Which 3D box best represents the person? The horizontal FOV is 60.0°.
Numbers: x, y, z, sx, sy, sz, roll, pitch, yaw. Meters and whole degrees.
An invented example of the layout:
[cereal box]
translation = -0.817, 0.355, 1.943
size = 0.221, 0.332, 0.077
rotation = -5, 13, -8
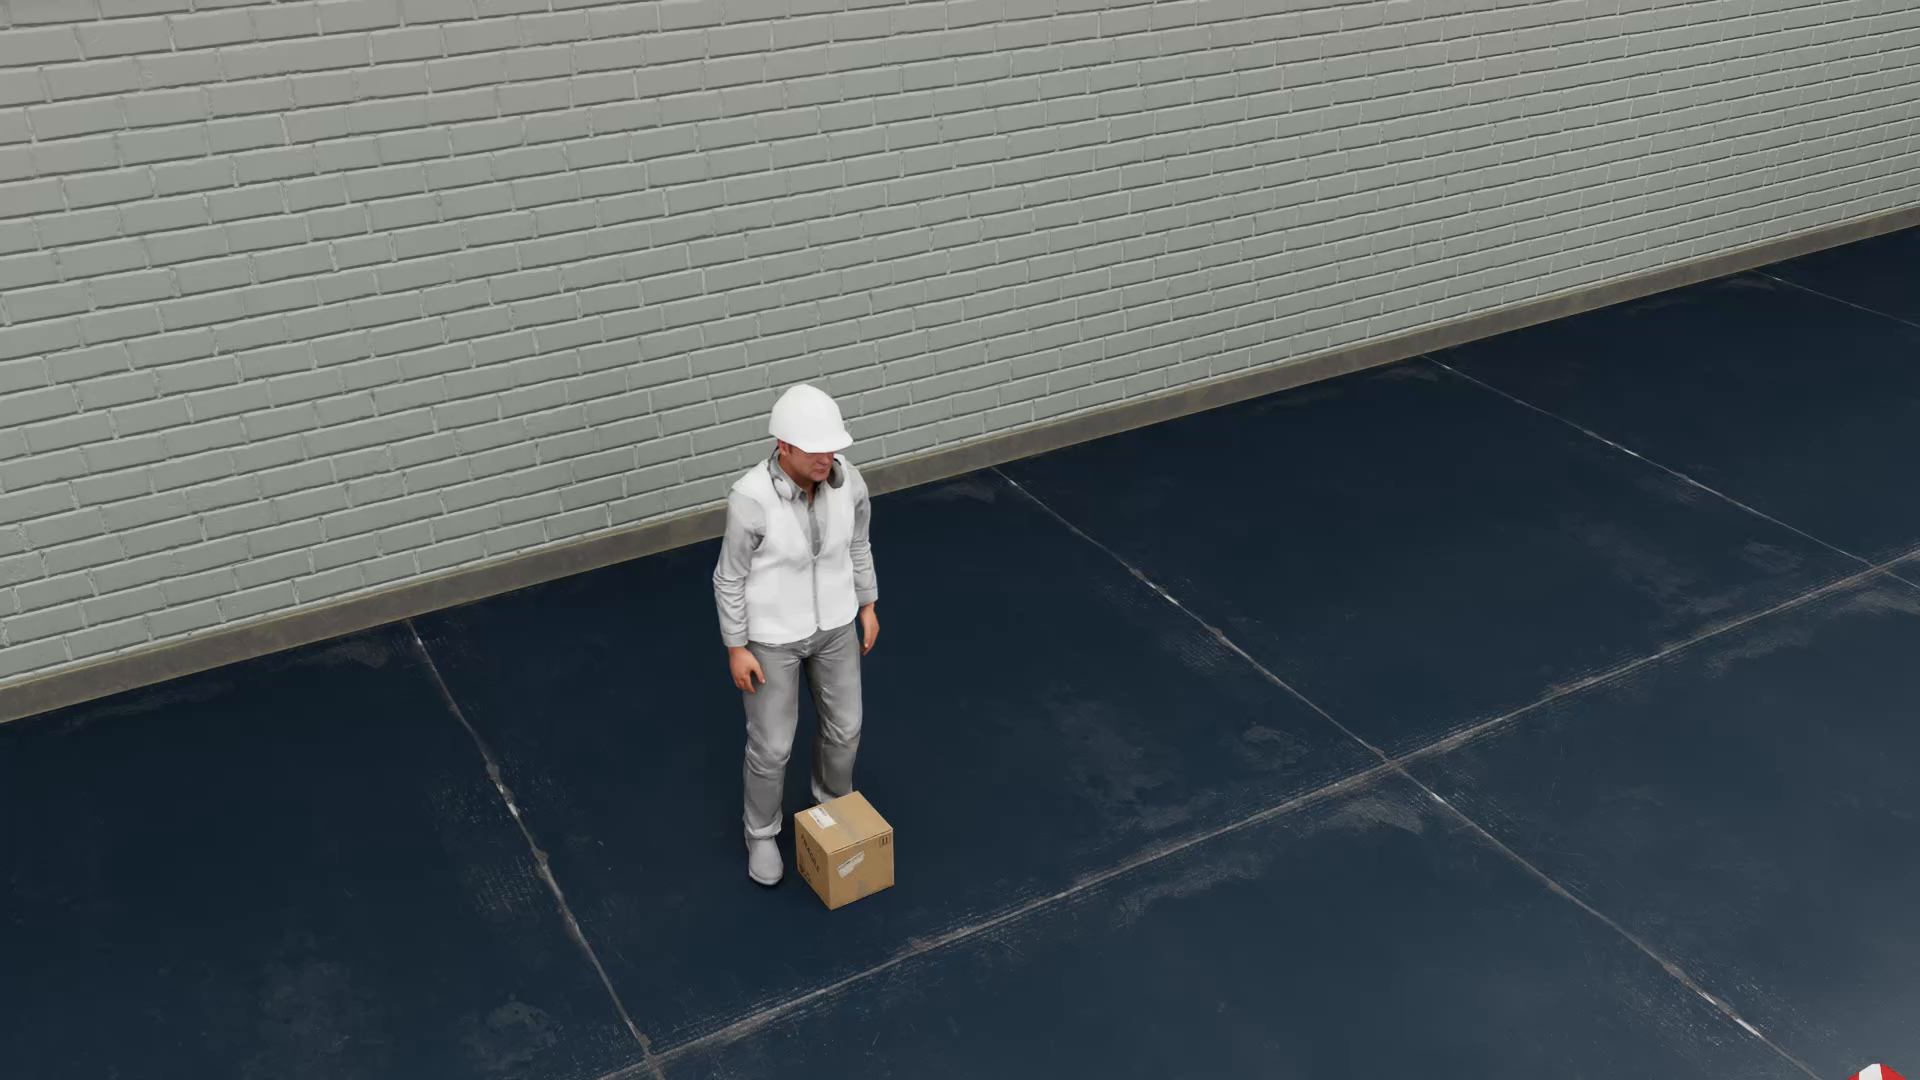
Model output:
[person]
translation = -0.530, 0.293, 5.565
size = 0.593, 1.771, 0.464
rotation = -18, 34, -29
